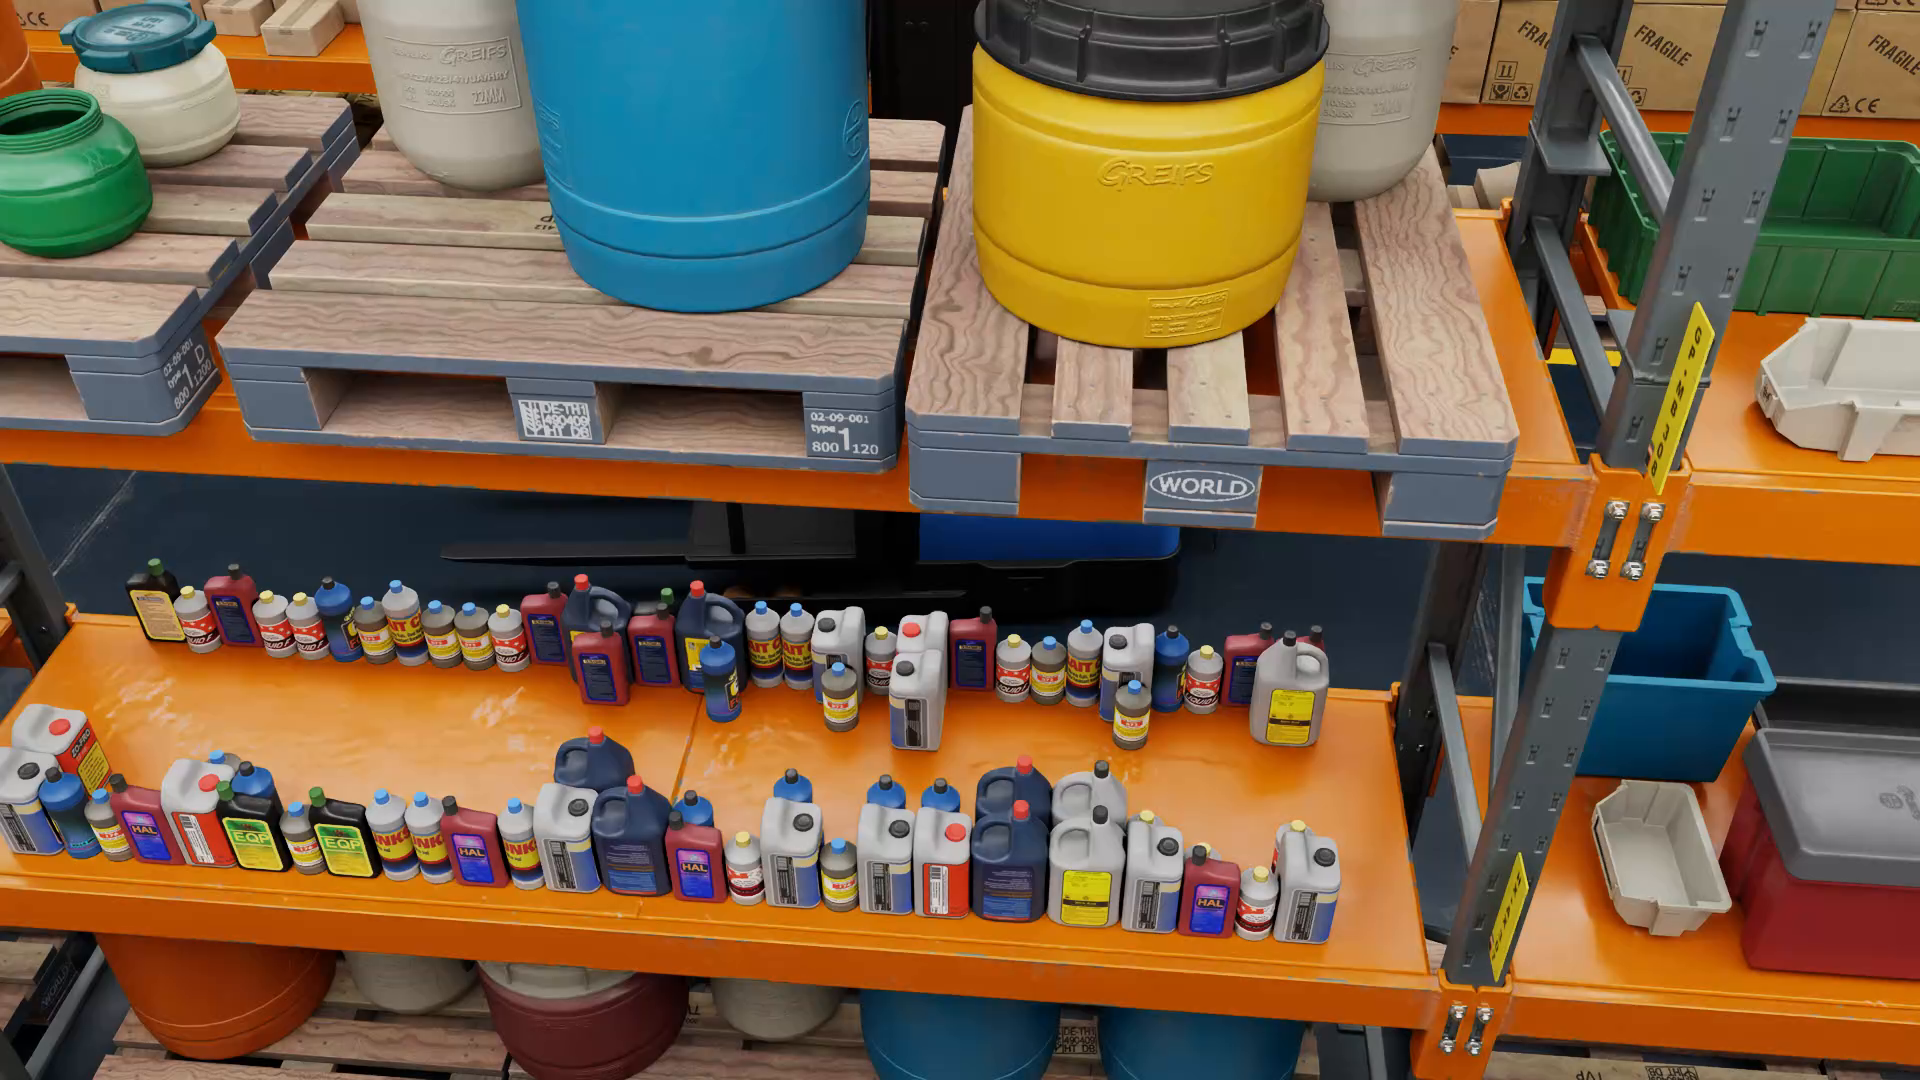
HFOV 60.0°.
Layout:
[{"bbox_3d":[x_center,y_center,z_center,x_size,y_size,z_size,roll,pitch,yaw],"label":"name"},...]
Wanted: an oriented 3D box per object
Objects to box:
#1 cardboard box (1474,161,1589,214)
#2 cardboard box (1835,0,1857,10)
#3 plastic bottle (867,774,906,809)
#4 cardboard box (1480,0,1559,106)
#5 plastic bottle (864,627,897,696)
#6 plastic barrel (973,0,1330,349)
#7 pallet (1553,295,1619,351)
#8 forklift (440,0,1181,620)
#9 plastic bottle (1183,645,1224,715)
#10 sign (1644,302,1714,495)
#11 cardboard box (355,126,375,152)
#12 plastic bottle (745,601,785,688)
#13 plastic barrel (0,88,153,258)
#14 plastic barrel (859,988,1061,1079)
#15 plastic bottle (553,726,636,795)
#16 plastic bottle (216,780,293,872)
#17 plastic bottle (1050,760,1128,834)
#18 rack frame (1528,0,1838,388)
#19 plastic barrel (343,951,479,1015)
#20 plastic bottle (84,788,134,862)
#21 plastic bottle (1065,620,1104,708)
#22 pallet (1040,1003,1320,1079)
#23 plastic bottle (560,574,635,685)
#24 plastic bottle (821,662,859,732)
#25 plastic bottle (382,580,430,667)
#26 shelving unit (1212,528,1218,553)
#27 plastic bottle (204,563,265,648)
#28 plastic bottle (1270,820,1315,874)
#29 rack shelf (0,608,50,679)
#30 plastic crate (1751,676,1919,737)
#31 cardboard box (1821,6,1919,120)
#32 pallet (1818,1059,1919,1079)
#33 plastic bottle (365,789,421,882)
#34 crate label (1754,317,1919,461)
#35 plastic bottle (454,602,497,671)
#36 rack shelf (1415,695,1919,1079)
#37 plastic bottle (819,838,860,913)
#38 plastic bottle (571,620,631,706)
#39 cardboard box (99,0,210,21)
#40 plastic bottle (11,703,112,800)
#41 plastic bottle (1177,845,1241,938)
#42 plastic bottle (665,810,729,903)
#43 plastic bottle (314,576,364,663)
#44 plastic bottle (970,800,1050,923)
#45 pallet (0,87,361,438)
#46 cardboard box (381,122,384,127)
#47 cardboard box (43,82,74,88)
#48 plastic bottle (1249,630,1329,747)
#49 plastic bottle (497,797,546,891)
[{"bbox_3d":[3.018,-1.761,8.818,0.500,0.311,0.500,3,39,4],"label":"cardboard box"},{"bbox_3d":[3.665,-2.667,7.279,0.500,0.500,0.500,4,39,5],"label":"cardboard box"},{"bbox_3d":[-0.181,0.686,4.133,0.097,0.271,0.097,0,39,0],"label":"plastic bottle"},{"bbox_3d":[2.673,-2.340,7.670,0.500,0.500,0.500,4,39,5],"label":"cardboard box"},{"bbox_3d":[-0.216,0.327,4.630,0.097,0.201,0.097,0,39,0],"label":"plastic bottle"},{"bbox_3d":[0.321,-0.733,2.916,0.600,0.588,0.600,0,39,0],"label":"plastic barrel"},{"bbox_3d":[3.582,-1.342,8.732,1.213,0.211,1.003,3,39,4],"label":"pallet"},{"bbox_3d":[-0.627,-1.127,6.313,3.031,2.935,1.130,-1,39,-1],"label":"forklift"},{"bbox_3d":[0.670,0.375,4.570,0.097,0.201,0.097,0,39,0],"label":"plastic bottle"},{"bbox_3d":[1.198,-0.232,2.776,0.005,0.325,0.100,3,39,4],"label":"sign"},{"bbox_3d":[-3.368,-1.956,8.678,0.500,0.311,0.500,3,39,3],"label":"cardboard box"},{"bbox_3d":[-0.544,0.282,4.629,0.097,0.271,0.097,0,39,0],"label":"plastic bottle"},{"bbox_3d":[-1.702,-0.693,3.139,0.294,0.245,0.294,0,39,0],"label":"plastic barrel"},{"bbox_3d":[0.002,1.161,4.777,0.708,0.901,0.600,3,39,4],"label":"plastic barrel"},{"bbox_3d":[-0.915,0.601,4.175,0.185,0.351,0.144,3,39,4],"label":"plastic bottle"},{"bbox_3d":[-1.744,0.704,4.101,0.133,0.283,0.061,3,39,4],"label":"plastic bottle"},{"bbox_3d":[0.316,0.673,4.086,0.185,0.351,0.144,3,39,4],"label":"plastic bottle"},{"bbox_3d":[1.248,-1.738,2.257,0.127,3.000,1.000,3,39,4],"label":"rack frame"},{"bbox_3d":[-1.678,1.163,5.083,0.421,0.512,0.421,0,39,0],"label":"plastic barrel"},{"bbox_3d":[-2.124,0.704,4.167,0.097,0.201,0.097,0,39,0],"label":"plastic bottle"},{"bbox_3d":[0.342,0.330,4.570,0.097,0.271,0.097,0,39,0],"label":"plastic bottle"},{"bbox_3d":[0.482,1.602,5.115,1.213,0.211,1.003,3,39,4],"label":"pallet"},{"bbox_3d":[-1.004,0.241,4.617,0.185,0.351,0.144,3,39,4],"label":"plastic bottle"},{"bbox_3d":[-0.326,0.417,4.518,0.097,0.201,0.097,0,39,0],"label":"plastic bottle"},{"bbox_3d":[-1.566,0.226,4.698,0.097,0.271,0.097,0,39,0],"label":"plastic bottle"},{"bbox_3d":[0.995,-0.368,6.989,0.210,0.900,0.258,-1,39,-1],"label":"shelving unit"},{"bbox_3d":[-2.068,0.182,4.742,0.133,0.283,0.061,3,39,4],"label":"plastic bottle"},{"bbox_3d":[0.819,0.768,4.088,0.097,0.201,0.097,0,39,0],"label":"plastic bottle"},{"bbox_3d":[-4.730,0.541,4.779,4.000,0.370,1.077,3,39,4],"label":"rack shelf"},{"bbox_3d":[2.386,0.564,4.351,0.590,0.125,0.437,3,39,4],"label":"plastic crate"},{"bbox_3d":[4.180,-2.257,7.568,0.500,0.500,0.500,3,39,4],"label":"cardboard box"},{"bbox_3d":[3.202,1.751,4.932,1.213,0.211,1.003,3,39,4],"label":"pallet"},{"bbox_3d":[-1.397,0.716,4.096,0.097,0.271,0.097,0,39,0],"label":"plastic bottle"},{"bbox_3d":[1.710,-0.264,3.031,0.466,0.136,0.293,3,39,4],"label":"crate label"},{"bbox_3d":[-1.373,0.264,4.707,0.097,0.201,0.097,0,39,0],"label":"plastic bottle"},{"bbox_3d":[3.240,0.977,4.244,4.000,0.370,1.077,3,39,4],"label":"rack shelf"},{"bbox_3d":[-0.291,0.804,4.044,0.097,0.201,0.097,0,39,0],"label":"plastic bottle"},{"bbox_3d":[-0.987,0.333,4.557,0.133,0.283,0.061,3,39,4],"label":"plastic bottle"},{"bbox_3d":[-3.980,-2.864,8.313,0.500,0.500,0.500,1,39,1],"label":"cardboard box"},{"bbox_3d":[-2.321,0.550,4.296,0.135,0.276,0.152,3,39,4],"label":"plastic bottle"},{"bbox_3d":[0.593,0.832,3.944,0.133,0.283,0.061,3,39,4],"label":"plastic bottle"},{"bbox_3d":[-0.639,0.765,4.027,0.133,0.283,0.061,3,39,4],"label":"plastic bottle"},{"bbox_3d":[-1.760,0.215,4.711,0.097,0.271,0.097,0,39,0],"label":"plastic bottle"},{"bbox_3d":[0.119,0.754,3.987,0.185,0.351,0.144,3,39,4],"label":"plastic bottle"},{"bbox_3d":[-1.984,-0.616,3.404,1.213,0.211,1.003,3,39,4],"label":"pallet"},{"bbox_3d":[-2.803,-2.271,9.066,0.500,0.311,0.500,4,39,5],"label":"cardboard box"},{"bbox_3d":[-4.847,-2.381,9.201,0.500,0.311,0.500,3,39,4],"label":"cardboard box"},{"bbox_3d":[0.885,0.383,4.443,0.185,0.351,0.144,3,39,4],"label":"plastic bottle"},{"bbox_3d":[-1.071,0.734,4.074,0.097,0.271,0.097,0,39,0],"label":"plastic bottle"}]
